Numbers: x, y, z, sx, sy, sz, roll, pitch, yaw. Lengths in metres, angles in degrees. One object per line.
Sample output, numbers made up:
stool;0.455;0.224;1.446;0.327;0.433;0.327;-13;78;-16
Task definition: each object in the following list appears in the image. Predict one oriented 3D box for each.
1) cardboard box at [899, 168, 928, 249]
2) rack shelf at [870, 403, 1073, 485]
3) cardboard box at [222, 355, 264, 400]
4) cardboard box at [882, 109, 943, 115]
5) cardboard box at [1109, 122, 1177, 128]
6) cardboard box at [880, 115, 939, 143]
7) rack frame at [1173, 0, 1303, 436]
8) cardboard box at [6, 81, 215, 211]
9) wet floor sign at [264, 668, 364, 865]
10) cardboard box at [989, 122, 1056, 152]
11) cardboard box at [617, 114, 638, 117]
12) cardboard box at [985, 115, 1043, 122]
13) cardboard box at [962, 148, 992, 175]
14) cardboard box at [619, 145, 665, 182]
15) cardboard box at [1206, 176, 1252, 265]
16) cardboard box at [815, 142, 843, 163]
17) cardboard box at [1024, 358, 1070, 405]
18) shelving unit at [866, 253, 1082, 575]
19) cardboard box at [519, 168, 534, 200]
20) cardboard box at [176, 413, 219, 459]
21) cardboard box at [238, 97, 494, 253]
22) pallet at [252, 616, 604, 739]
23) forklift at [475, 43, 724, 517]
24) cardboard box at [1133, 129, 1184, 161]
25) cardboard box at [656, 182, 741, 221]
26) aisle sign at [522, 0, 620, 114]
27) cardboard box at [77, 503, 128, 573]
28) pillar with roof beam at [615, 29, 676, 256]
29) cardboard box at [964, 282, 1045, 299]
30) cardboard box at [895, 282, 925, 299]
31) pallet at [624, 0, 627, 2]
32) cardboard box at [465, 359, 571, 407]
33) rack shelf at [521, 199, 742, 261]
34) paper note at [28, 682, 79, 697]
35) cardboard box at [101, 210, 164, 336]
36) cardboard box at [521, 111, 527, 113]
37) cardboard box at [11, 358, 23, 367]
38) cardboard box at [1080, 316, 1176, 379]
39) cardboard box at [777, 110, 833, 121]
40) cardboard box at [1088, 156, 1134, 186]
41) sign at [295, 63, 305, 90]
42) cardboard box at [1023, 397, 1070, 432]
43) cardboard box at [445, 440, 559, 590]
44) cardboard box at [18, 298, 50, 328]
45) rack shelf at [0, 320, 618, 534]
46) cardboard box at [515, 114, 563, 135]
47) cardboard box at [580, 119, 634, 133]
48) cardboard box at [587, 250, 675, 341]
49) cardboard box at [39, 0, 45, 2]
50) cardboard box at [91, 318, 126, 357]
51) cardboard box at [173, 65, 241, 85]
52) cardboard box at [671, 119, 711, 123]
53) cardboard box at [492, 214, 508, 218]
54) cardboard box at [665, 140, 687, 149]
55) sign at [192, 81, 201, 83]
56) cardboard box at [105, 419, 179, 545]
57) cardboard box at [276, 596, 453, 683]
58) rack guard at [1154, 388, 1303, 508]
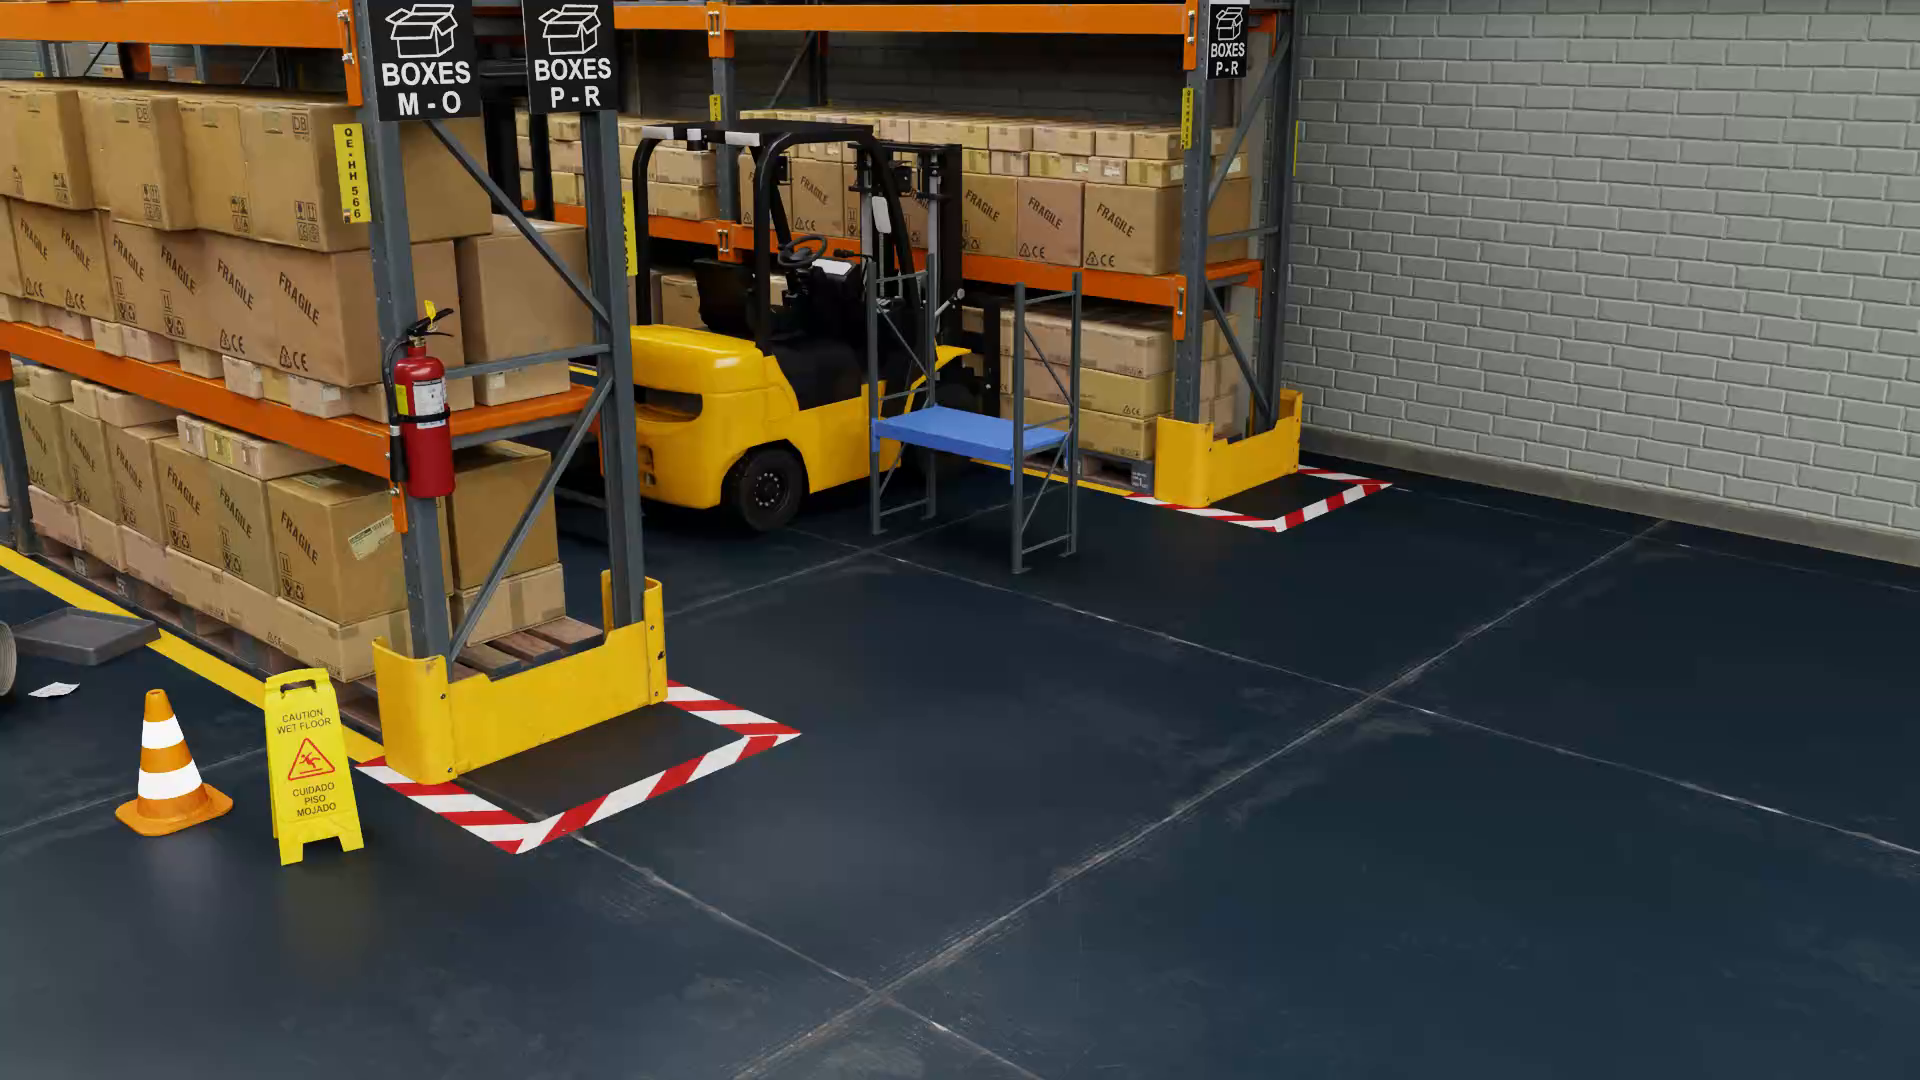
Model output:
cardboard box;-0.066;-2.174;10.839;0.500;0.500;0.500;15;23;40
rack shelf;0.064;-0.526;8.885;1.000;0.185;0.538;15;23;39
cardboard box;-2.742;-0.690;6.742;0.250;0.149;0.380;16;23;40
cardboard box;-0.332;-2.940;11.687;0.250;0.149;0.380;14;23;38
cardboard box;1.135;-2.504;10.314;0.250;0.149;0.380;16;23;40
cardboard box;-0.309;-2.710;10.961;0.250;0.149;0.380;15;23;39
rack frame;1.625;-1.780;9.761;0.127;3.000;1.000;15;23;39
cardboard box;-3.748;-1.773;7.430;0.500;0.500;0.700;14;23;38
wet floor sign;-2.235;0.746;5.693;0.267;0.644;0.232;-9;20;-27
cardboard box;0.393;-2.485;10.255;0.250;0.149;0.380;16;23;41
cardboard box;-2.820;-3.419;13.690;0.250;0.149;0.380;16;24;41
cardboard box;0.378;-2.711;10.966;0.250;0.149;0.380;15;23;40
cardboard box;0.204;-2.395;10.461;0.250;0.149;0.380;15;23;40
cardboard box;-2.293;-2.892;12.687;0.500;0.250;0.500;14;23;38
cardboard box;1.439;-1.990;10.257;0.500;0.500;0.500;16;24;41
cardboard box;-0.759;-2.652;11.272;0.250;0.149;0.380;16;23;40
cardboard box;0.686;-1.038;10.448;0.500;0.250;0.500;15;23;39
shelving unit;0.064;-0.698;8.831;1.048;1.500;0.538;15;23;39
cardboard box;-3.426;-2.966;13.747;0.500;0.250;0.500;14;22;38
cardboard box;-3.140;-0.477;7.195;0.250;0.149;0.380;16;24;42
cardboard box;-2.194;-1.375;6.176;0.500;0.500;0.700;14;23;38
pallet;-2.308;0.487;7.229;1.213;0.211;1.003;15;23;39
forklift;-2.641;-1.678;9.555;3.031;2.935;1.130;14;23;38
cardboard box;1.217;-2.303;9.679;0.250;0.149;0.380;15;23;39
cardboard box;-1.917;-2.553;12.446;0.500;0.250;0.500;16;23;40
aisle sign;-1.415;-1.953;6.008;0.004;0.787;0.394;15;23;39
cardboard box;-3.990;-0.064;8.207;0.500;0.250;0.500;17;24;42
pillar with roof beam;-5.643;-5.214;10.663;0.400;9.000;9.100;15;23;39
cardboard box;0.270;-1.592;11.368;0.500;0.250;0.500;14;23;38
cardboard box;-0.458;-1.579;11.325;0.500;0.250;0.500;16;24;41
pallet;-2.953;-4.386;13.326;1.213;0.211;1.003;16;24;42
cardboard box;-1.784;-0.651;6.620;0.250;0.149;0.380;15;23;39
rack shelf;-2.863;-2.642;13.666;4.000;0.370;1.077;15;23;39
paper note;-3.849;0.632;7.069;0.148;0.019;0.142;7;19;21
cardboard box;-3.366;-1.201;7.280;0.500;0.500;0.500;15;23;40
cardboard box;-3.558;-3.630;14.354;0.250;0.149;0.380;15;23;39
cardboard box;-6.677;-0.948;10.789;0.625;0.372;0.950;14;23;38
cardboard box;1.074;-1.168;10.031;0.500;0.250;0.500;16;24;41
cardboard box;-1.058;-2.922;11.631;0.250;0.149;0.380;15;23;40
cardboard box;0.969;-2.187;9.808;0.250;0.149;0.380;16;23;40
sign;-6.985;-4.867;17.576;0.005;0.325;0.100;15;23;39
cardboard box;0.698;-0.794;10.507;0.500;0.250;0.500;15;23;39
cardboard box;-2.105;-0.132;7.181;0.500;0.500;0.500;14;22;37
cardboard box;-4.413;-1.165;8.238;0.250;0.149;0.380;16;24;41
rack shelf;-3.163;-0.715;7.594;4.000;0.370;1.077;15;23;39
cardboard box;-3.494;-3.420;13.691;0.250;0.149;0.380;15;23;40
cardboard box;-2.745;-3.208;13.023;0.250;0.149;0.380;15;23;40
cardboard box;-2.903;-2.061;13.880;0.625;0.625;0.875;14;22;37
cardboard box;-3.817;-2.446;7.315;0.250;0.149;0.380;14;22;38
cardboard box;-3.685;-0.945;7.544;0.250;0.149;0.380;15;23;40
cardboard box;-8.287;-4.976;18.349;0.500;0.500;0.500;14;23;38
cardboard box;-2.044;-3.221;13.066;0.250;0.149;0.380;15;23;39
cardboard box;-2.227;-1.107;6.982;0.500;0.500;0.500;16;24;41
cardboard box;-1.975;-3.006;12.386;0.250;0.149;0.380;15;23;38
sign;-7.705;-4.477;16.830;0.005;0.325;0.100;15;23;39
cardboard box;-3.602;-0.317;7.764;0.500;0.500;0.500;17;24;42
cardboard box;-2.468;0.348;6.907;0.500;0.250;0.500;15;23;39
rack guard;1.643;-0.583;10.124;0.348;0.500;1.175;15;23;39
